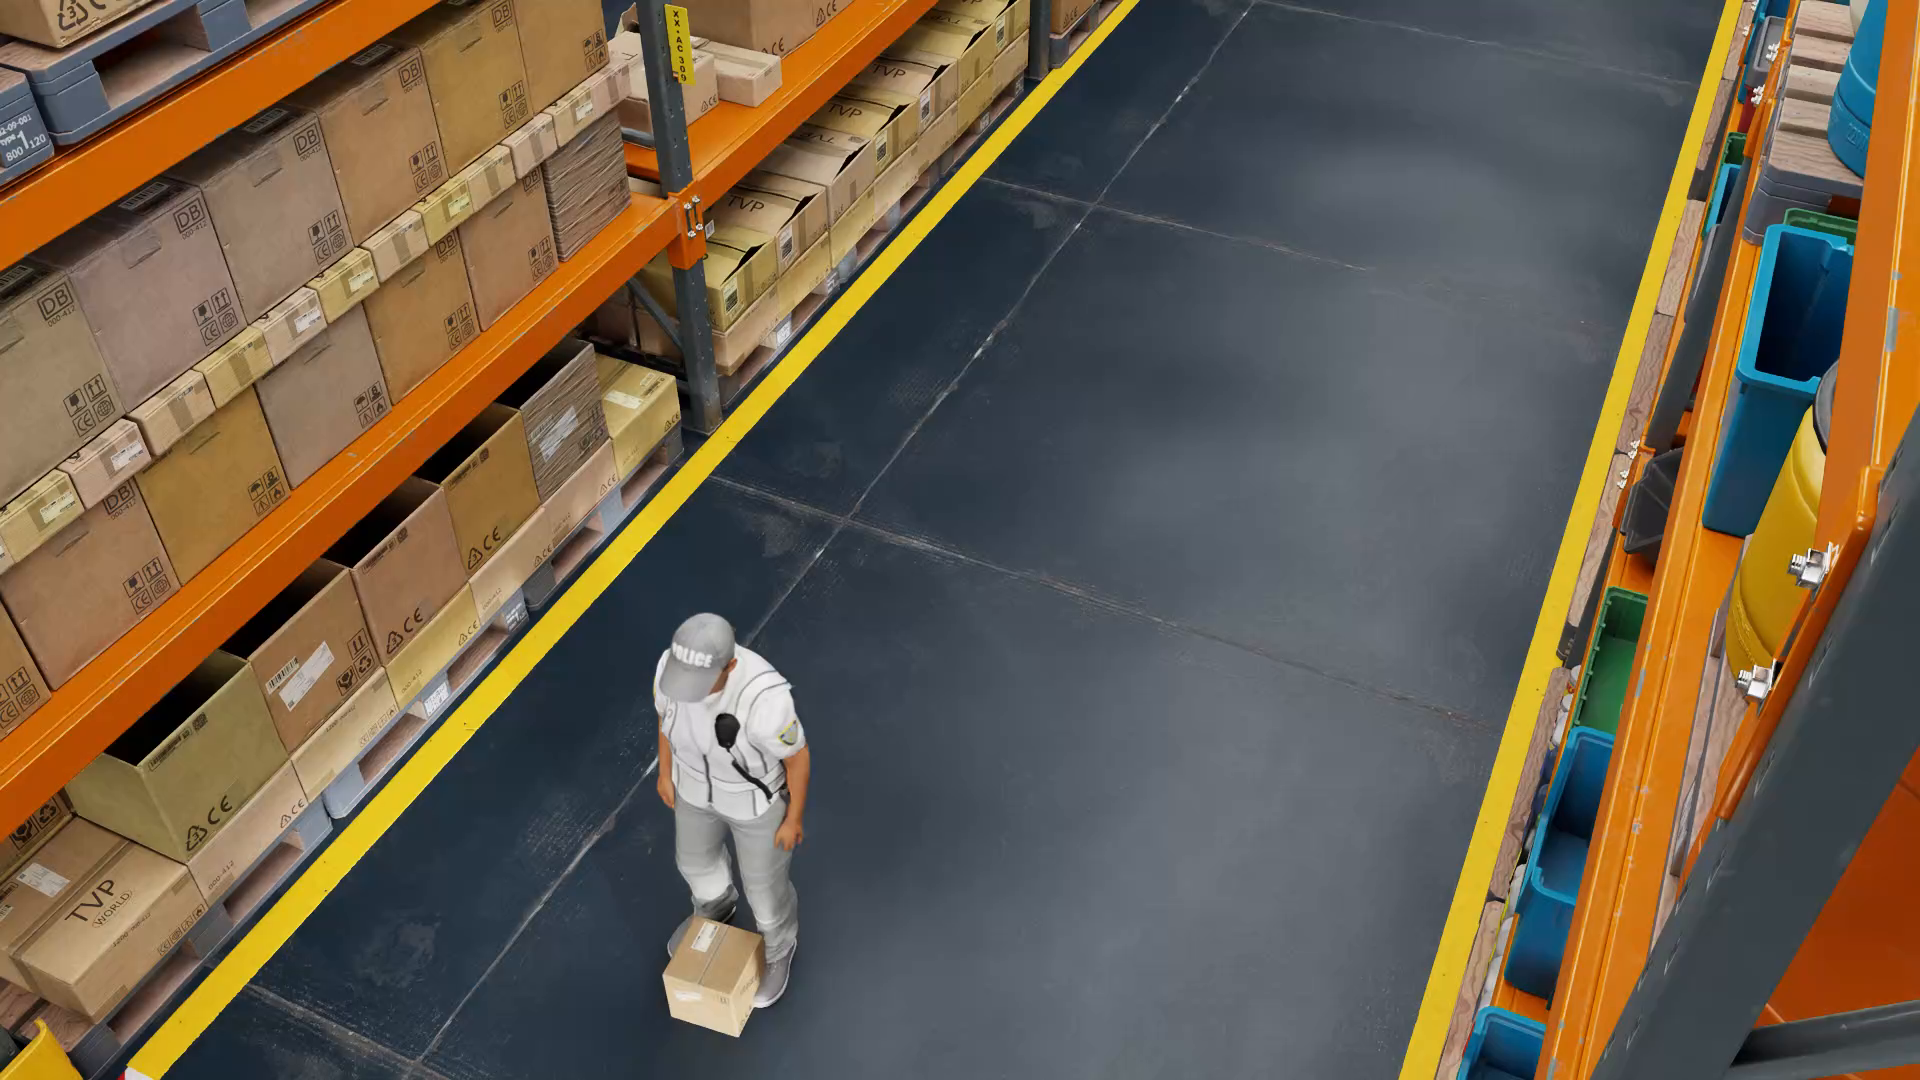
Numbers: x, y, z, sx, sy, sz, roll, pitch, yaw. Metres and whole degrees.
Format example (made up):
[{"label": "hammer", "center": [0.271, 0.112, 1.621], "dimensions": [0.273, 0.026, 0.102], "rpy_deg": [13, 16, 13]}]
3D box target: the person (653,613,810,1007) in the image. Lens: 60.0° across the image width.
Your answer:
[{"label": "person", "center": [-0.730, 0.809, 5.265], "dimensions": [0.541, 1.666, 0.468], "rpy_deg": [17, 45, 18]}]
